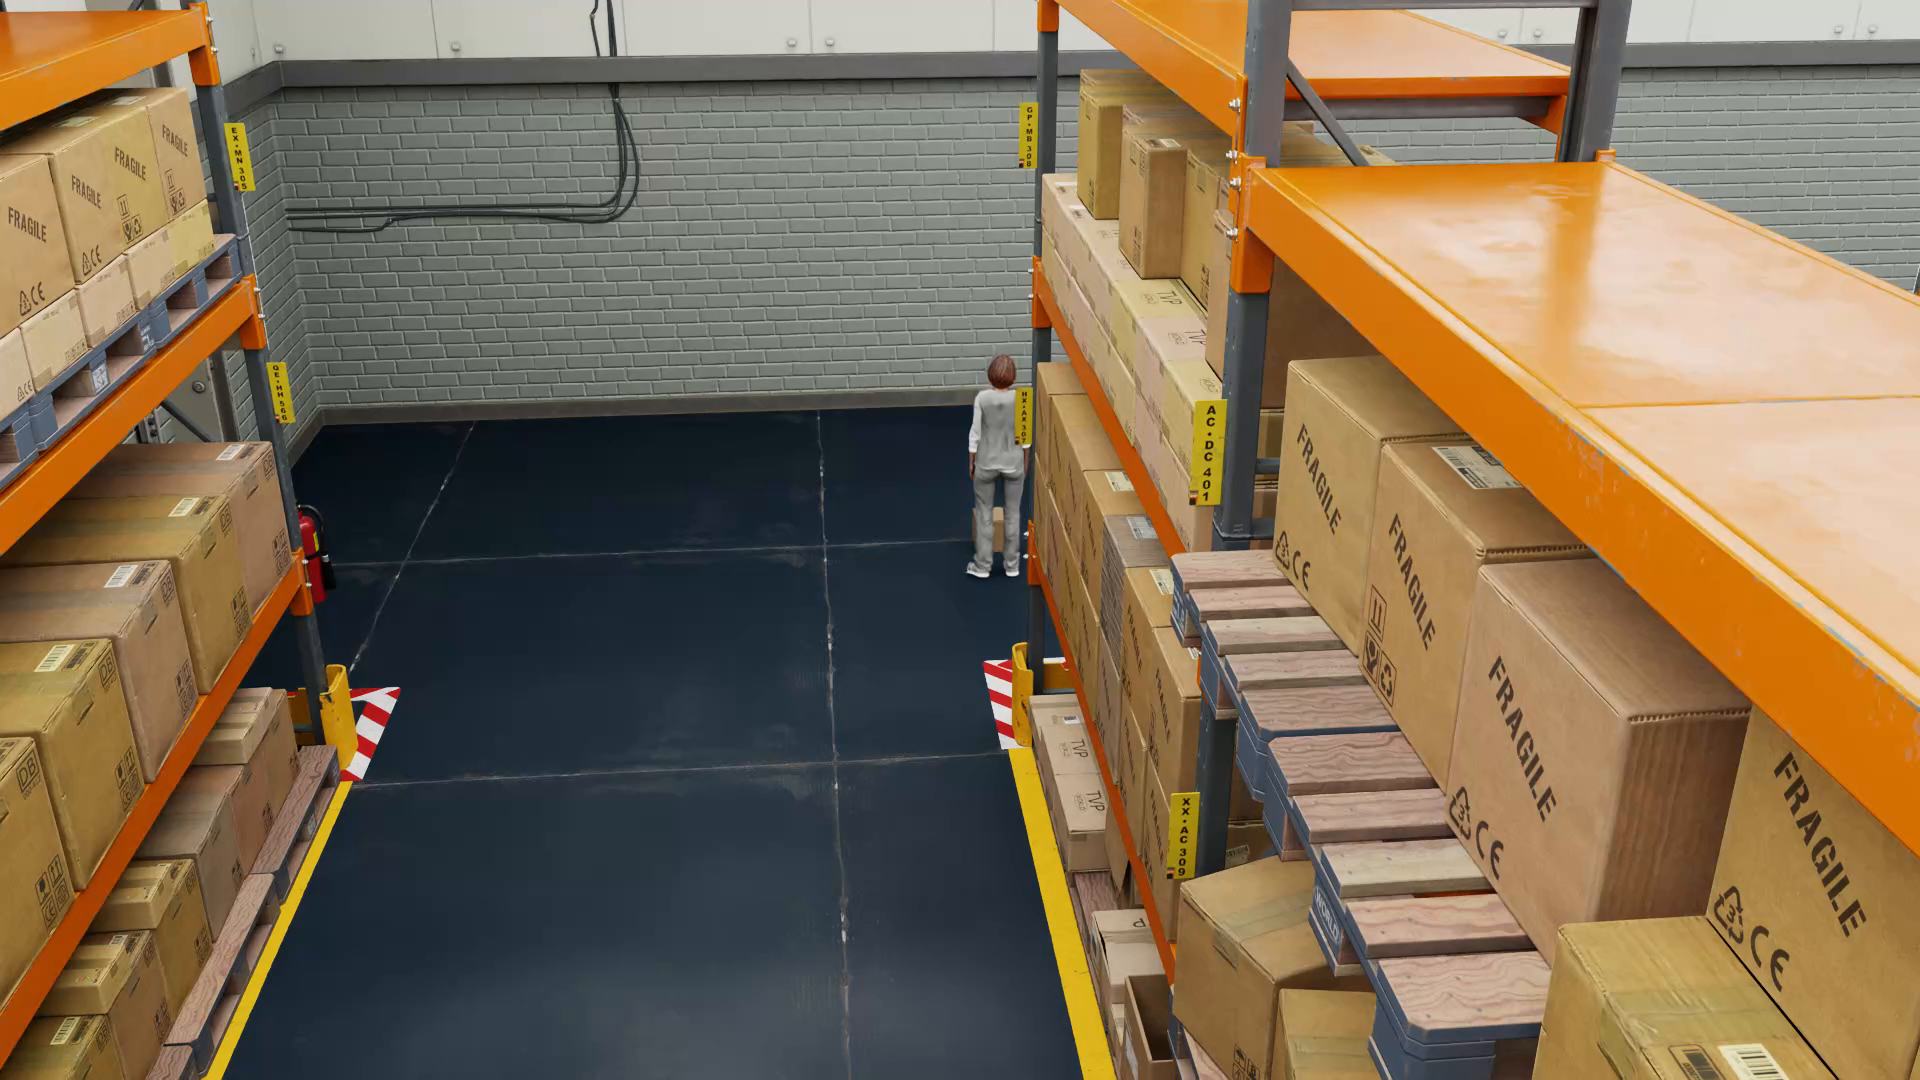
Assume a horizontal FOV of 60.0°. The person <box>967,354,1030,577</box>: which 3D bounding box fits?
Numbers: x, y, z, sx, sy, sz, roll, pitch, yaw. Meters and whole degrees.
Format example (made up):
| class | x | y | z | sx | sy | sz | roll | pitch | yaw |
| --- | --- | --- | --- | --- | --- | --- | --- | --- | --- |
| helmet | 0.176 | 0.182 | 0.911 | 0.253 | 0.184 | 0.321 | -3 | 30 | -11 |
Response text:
| class | x | y | z | sx | sy | sz | roll | pitch | yaw |
| --- | --- | --- | --- | --- | --- | --- | --- | --- | --- |
| person | 0.268 | -0.496 | 11.419 | 0.427 | 1.614 | 0.310 | -2 | 24 | -4 |
